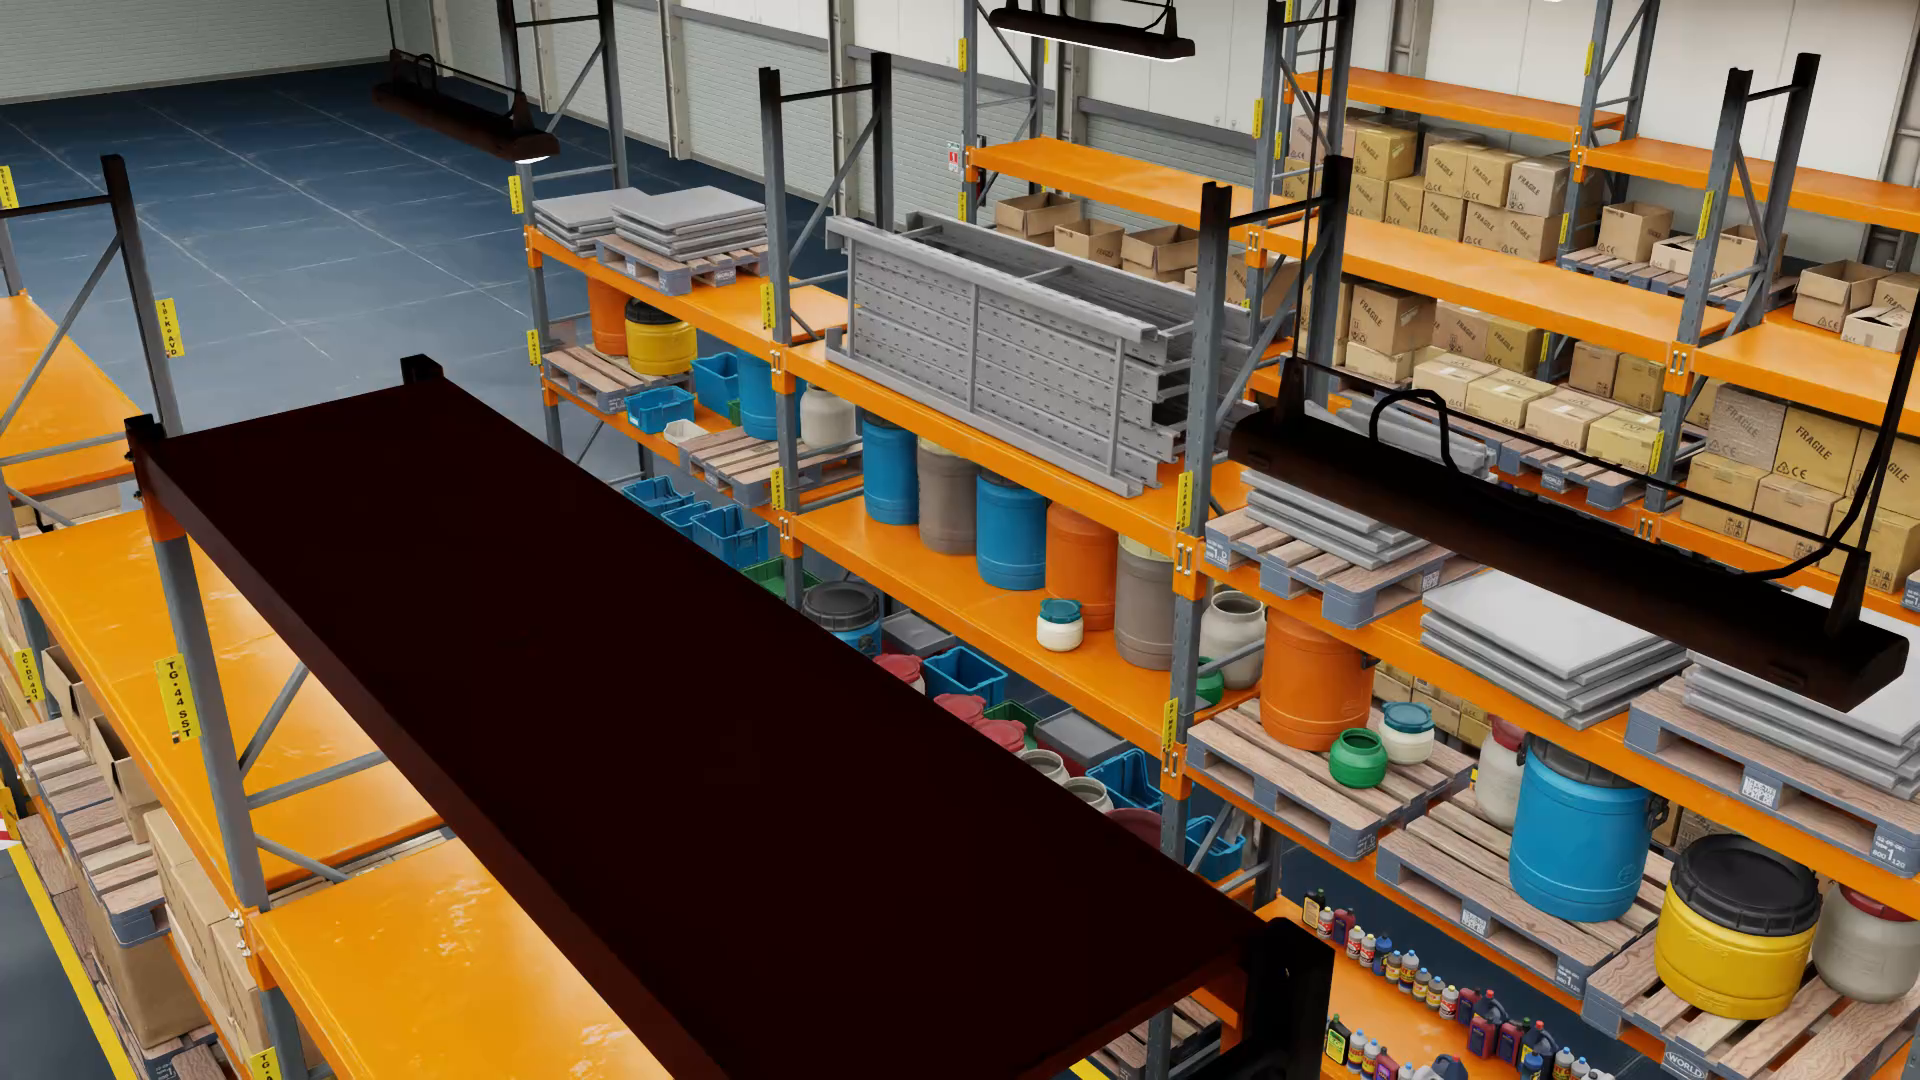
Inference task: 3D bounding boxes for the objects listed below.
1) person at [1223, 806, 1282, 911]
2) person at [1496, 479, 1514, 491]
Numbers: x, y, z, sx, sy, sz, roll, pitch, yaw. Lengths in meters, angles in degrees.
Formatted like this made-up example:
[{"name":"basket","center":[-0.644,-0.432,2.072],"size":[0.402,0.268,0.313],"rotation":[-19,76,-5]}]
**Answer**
[{"name":"person","center":[2.003,2.238,11.860],"size":[0.490,1.578,0.508],"rotation":[-6,27,-13]},{"name":"person","center":[5.640,-0.521,17.473],"size":[0.741,1.645,0.581],"rotation":[11,28,21]}]
